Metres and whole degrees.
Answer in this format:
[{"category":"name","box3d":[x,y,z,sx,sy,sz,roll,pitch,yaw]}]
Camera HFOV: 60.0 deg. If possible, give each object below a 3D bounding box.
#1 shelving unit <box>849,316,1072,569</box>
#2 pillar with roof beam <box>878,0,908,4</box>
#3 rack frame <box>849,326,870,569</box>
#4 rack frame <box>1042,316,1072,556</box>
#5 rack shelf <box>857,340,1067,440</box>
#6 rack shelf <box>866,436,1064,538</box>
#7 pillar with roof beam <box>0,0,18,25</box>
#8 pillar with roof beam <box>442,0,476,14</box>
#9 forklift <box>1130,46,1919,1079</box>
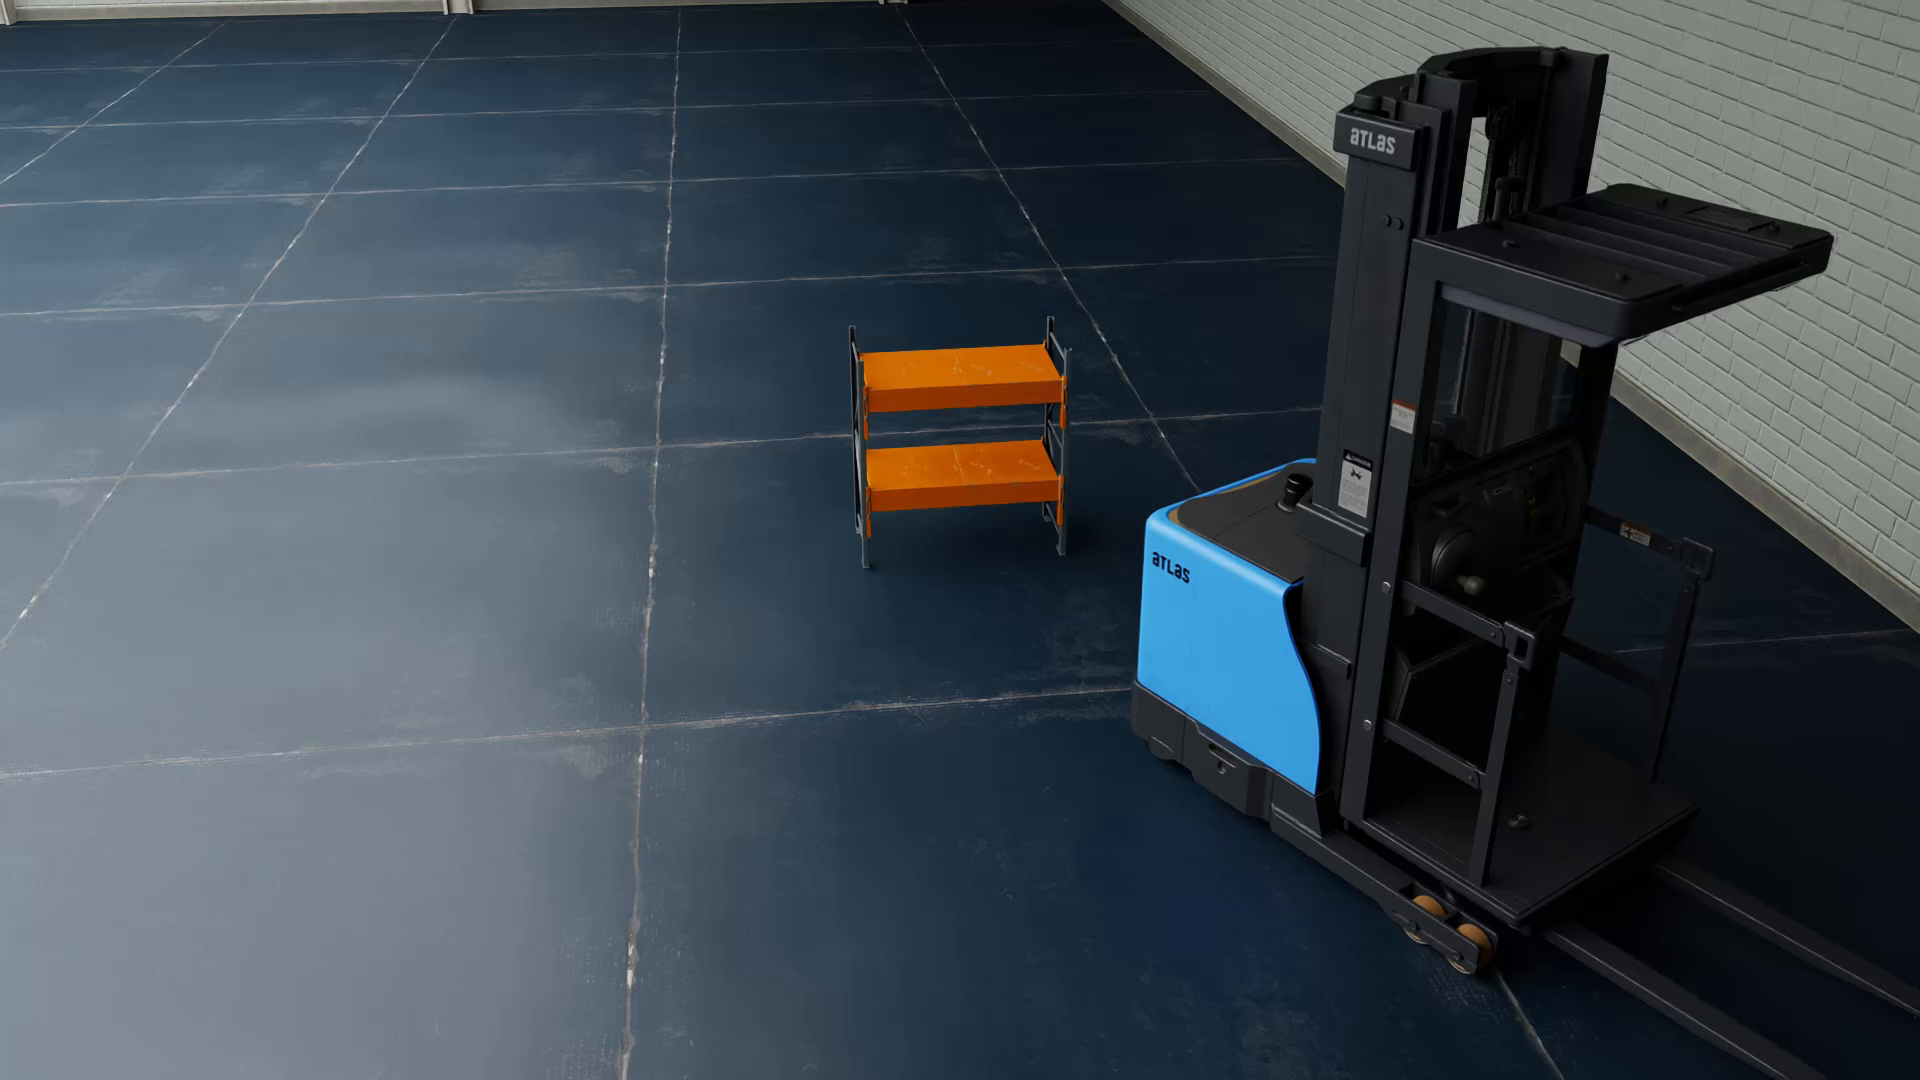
[{"category":"shelving unit","box3d":[-0.007,-0.500,8.492,1.048,1.125,0.538,-4,27,-7]},{"category":"pillar with roof beam","box3d":[-0.354,-9.724,17.844,0.400,9.000,9.100,-4,27,-7]},{"category":"rack frame","box3d":[-0.510,-0.468,8.429,0.032,1.125,0.500,-4,27,-7]},{"category":"rack frame","box3d":[0.497,-0.532,8.555,0.032,1.125,0.500,-4,27,-7]},{"category":"rack shelf","box3d":[-0.007,-0.760,8.359,1.000,0.278,0.538,-4,27,-7]},{"category":"rack shelf","box3d":[-0.007,-0.282,8.604,1.000,0.278,0.538,-4,27,-7]},{"category":"pillar with roof beam","box3d":[-12.237,-8.961,16.357,0.400,9.000,9.100,-4,27,-7]},{"category":"pillar with roof beam","box3d":[-6.296,-9.343,17.101,0.400,9.000,9.100,-4,27,-7]},{"category":"forklift","box3d":[2.005,-0.047,5.632,1.130,2.935,3.031,-19,33,-32]}]
